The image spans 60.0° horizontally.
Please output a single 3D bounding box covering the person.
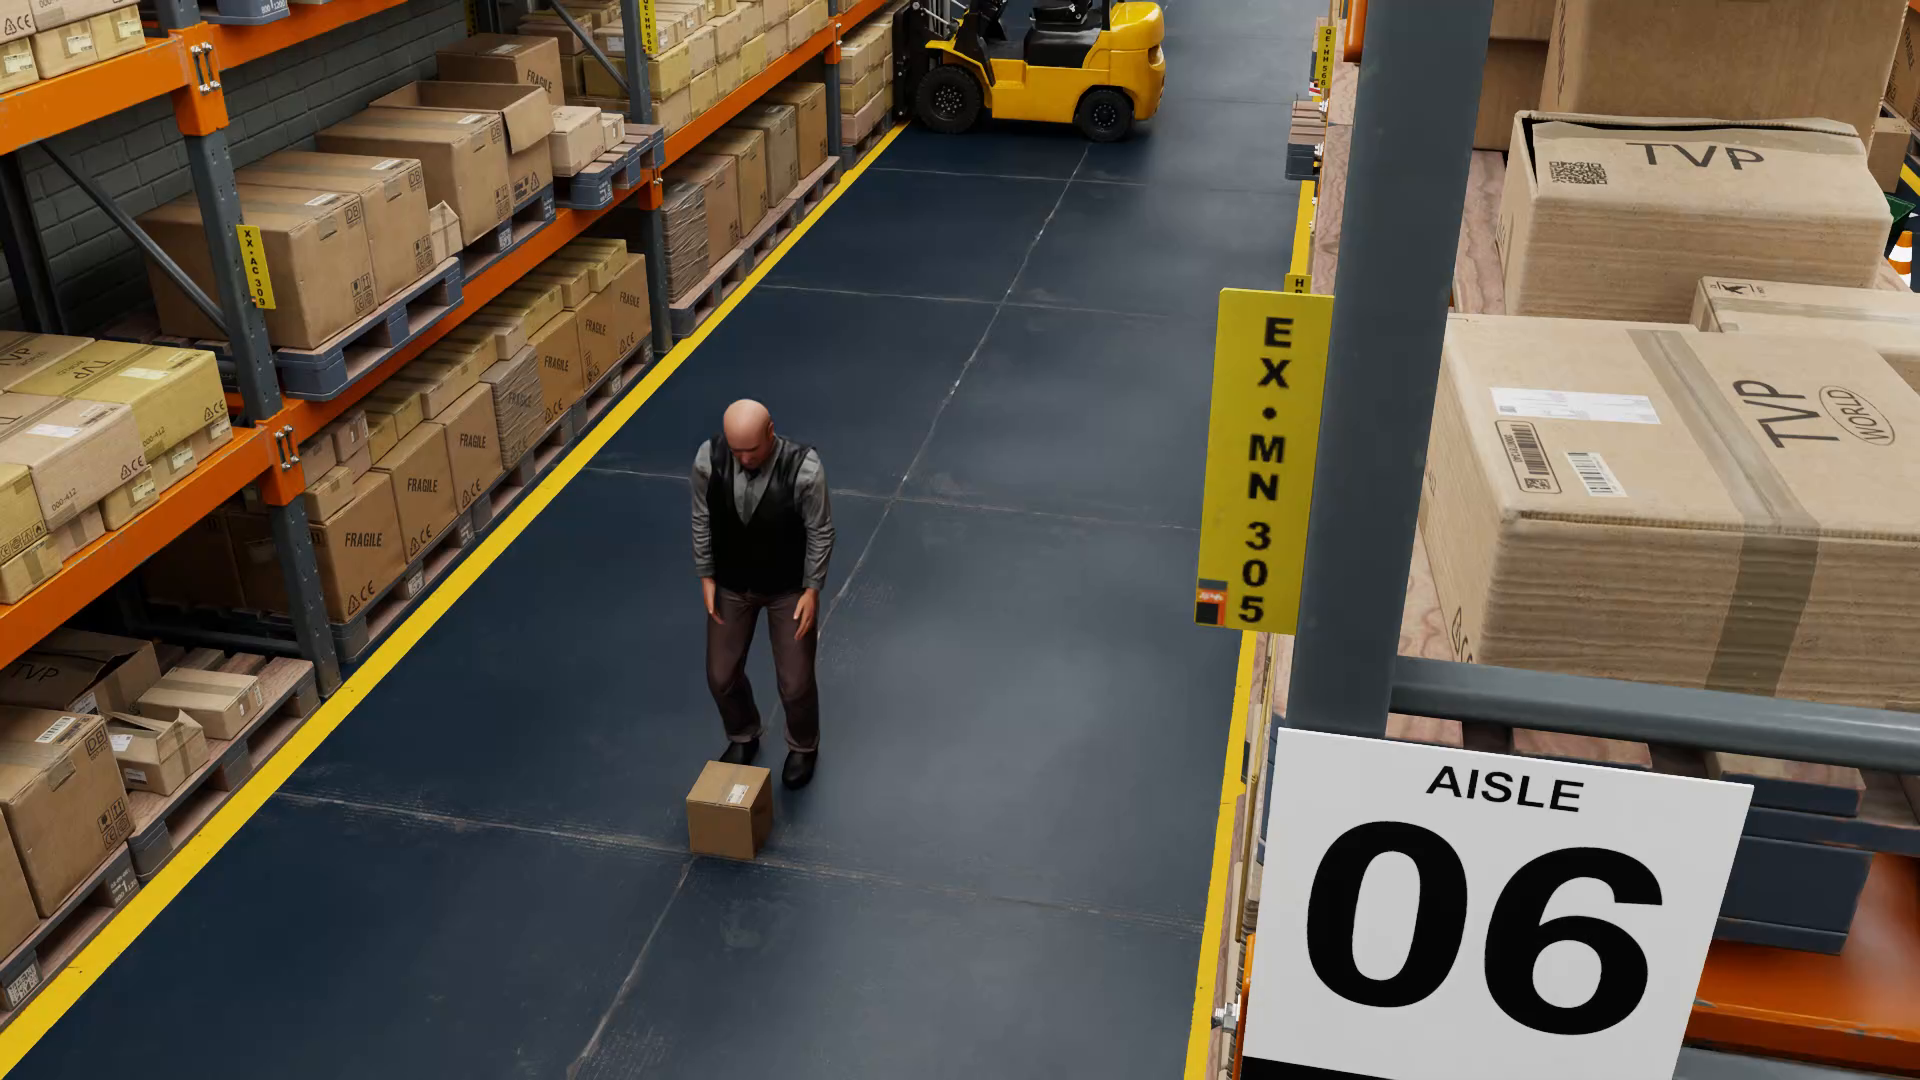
[{"bbox_3d":[-0.741,0.247,6.410,0.563,1.528,0.427,7,29,12],"label":"person"}]
